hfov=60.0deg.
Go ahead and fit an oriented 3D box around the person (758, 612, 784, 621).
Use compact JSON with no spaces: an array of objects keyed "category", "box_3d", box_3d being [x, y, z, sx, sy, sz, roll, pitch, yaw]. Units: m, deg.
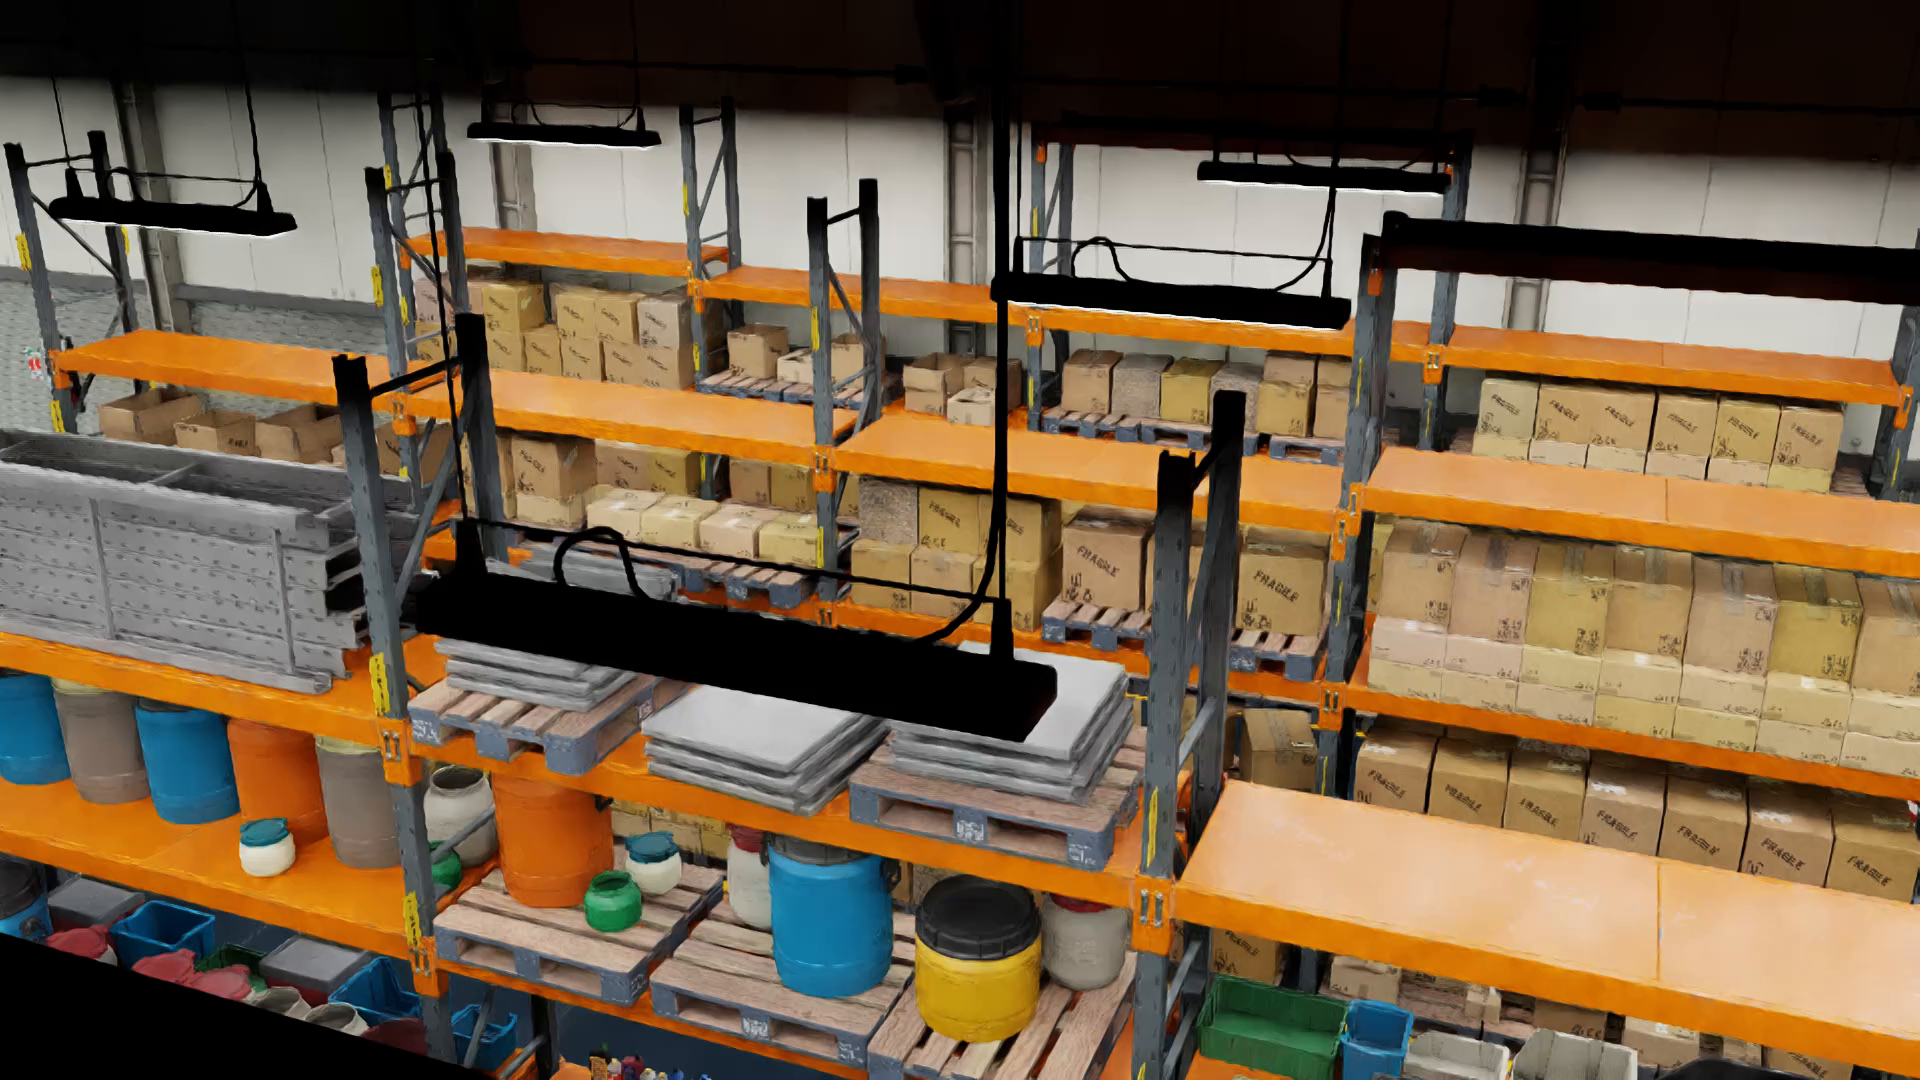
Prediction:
[{"category":"person","box_3d":[-1.800,1.467,16.243,1.073,1.588,0.489,8,22,20]}]
